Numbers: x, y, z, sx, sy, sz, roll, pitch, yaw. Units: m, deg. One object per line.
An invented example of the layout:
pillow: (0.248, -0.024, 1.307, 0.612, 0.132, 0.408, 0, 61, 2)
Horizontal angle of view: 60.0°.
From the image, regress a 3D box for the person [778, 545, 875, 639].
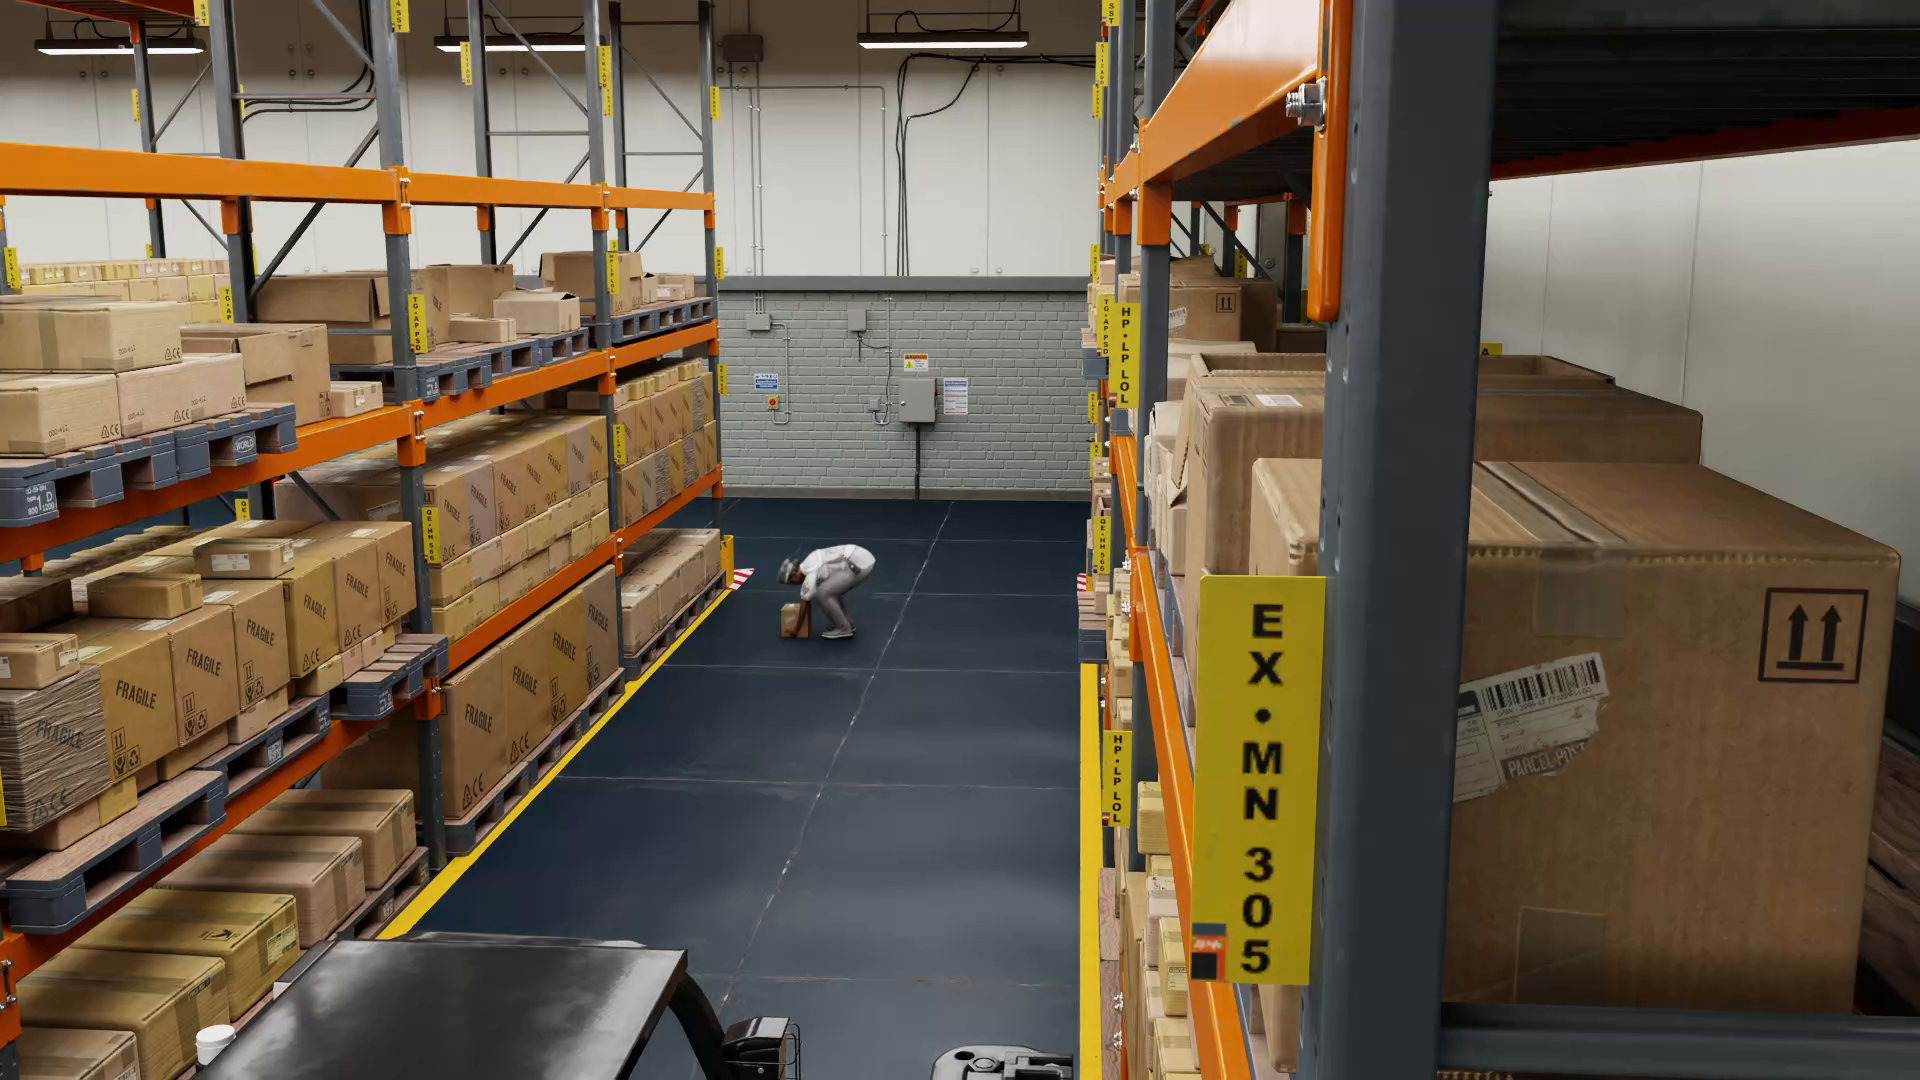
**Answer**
person: (-1.249, 0.479, 15.584, 0.909, 0.858, 0.450, 0, 11, 1)
